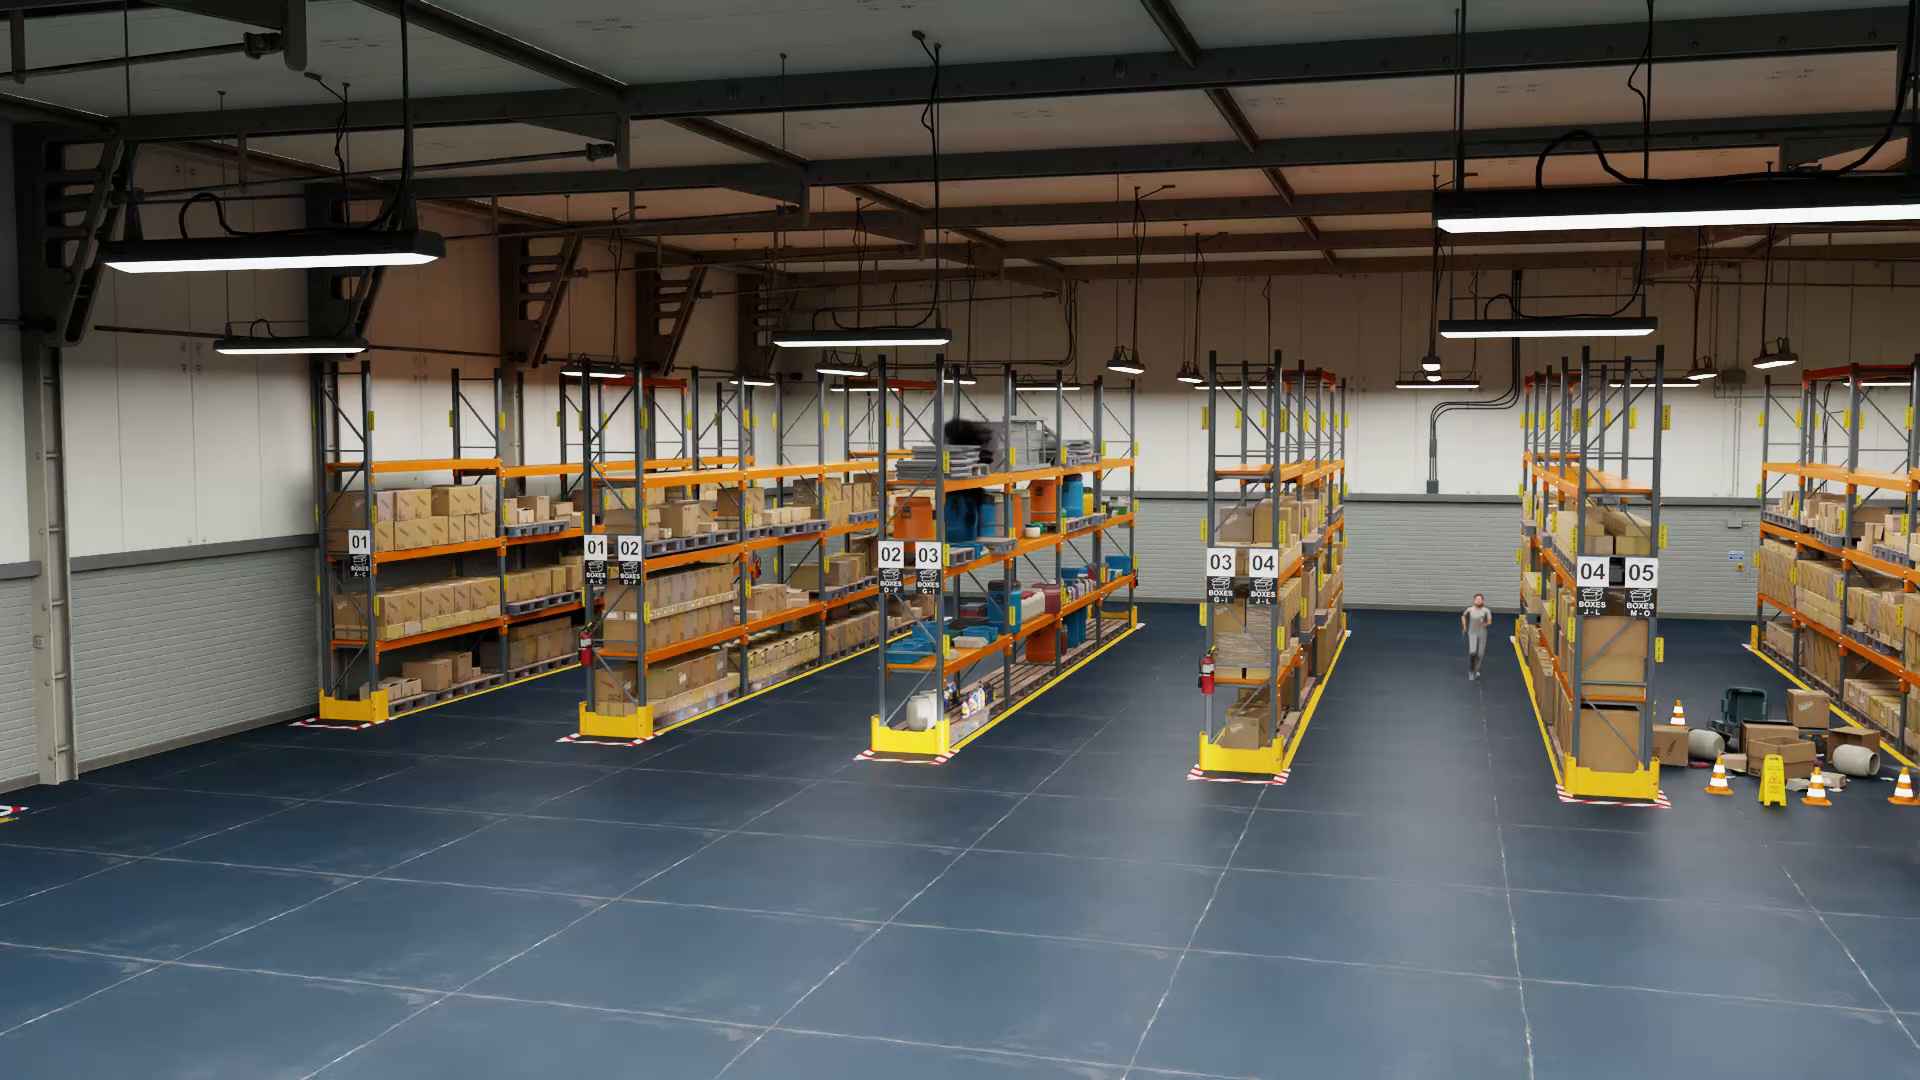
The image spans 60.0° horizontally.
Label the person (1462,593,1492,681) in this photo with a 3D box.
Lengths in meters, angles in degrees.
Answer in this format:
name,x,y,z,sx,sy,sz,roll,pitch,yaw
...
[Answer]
name,x,y,z,sx,sy,sz,roll,pitch,yaw
person,9.985,1.875,32.105,0.528,1.687,0.703,1,4,11
